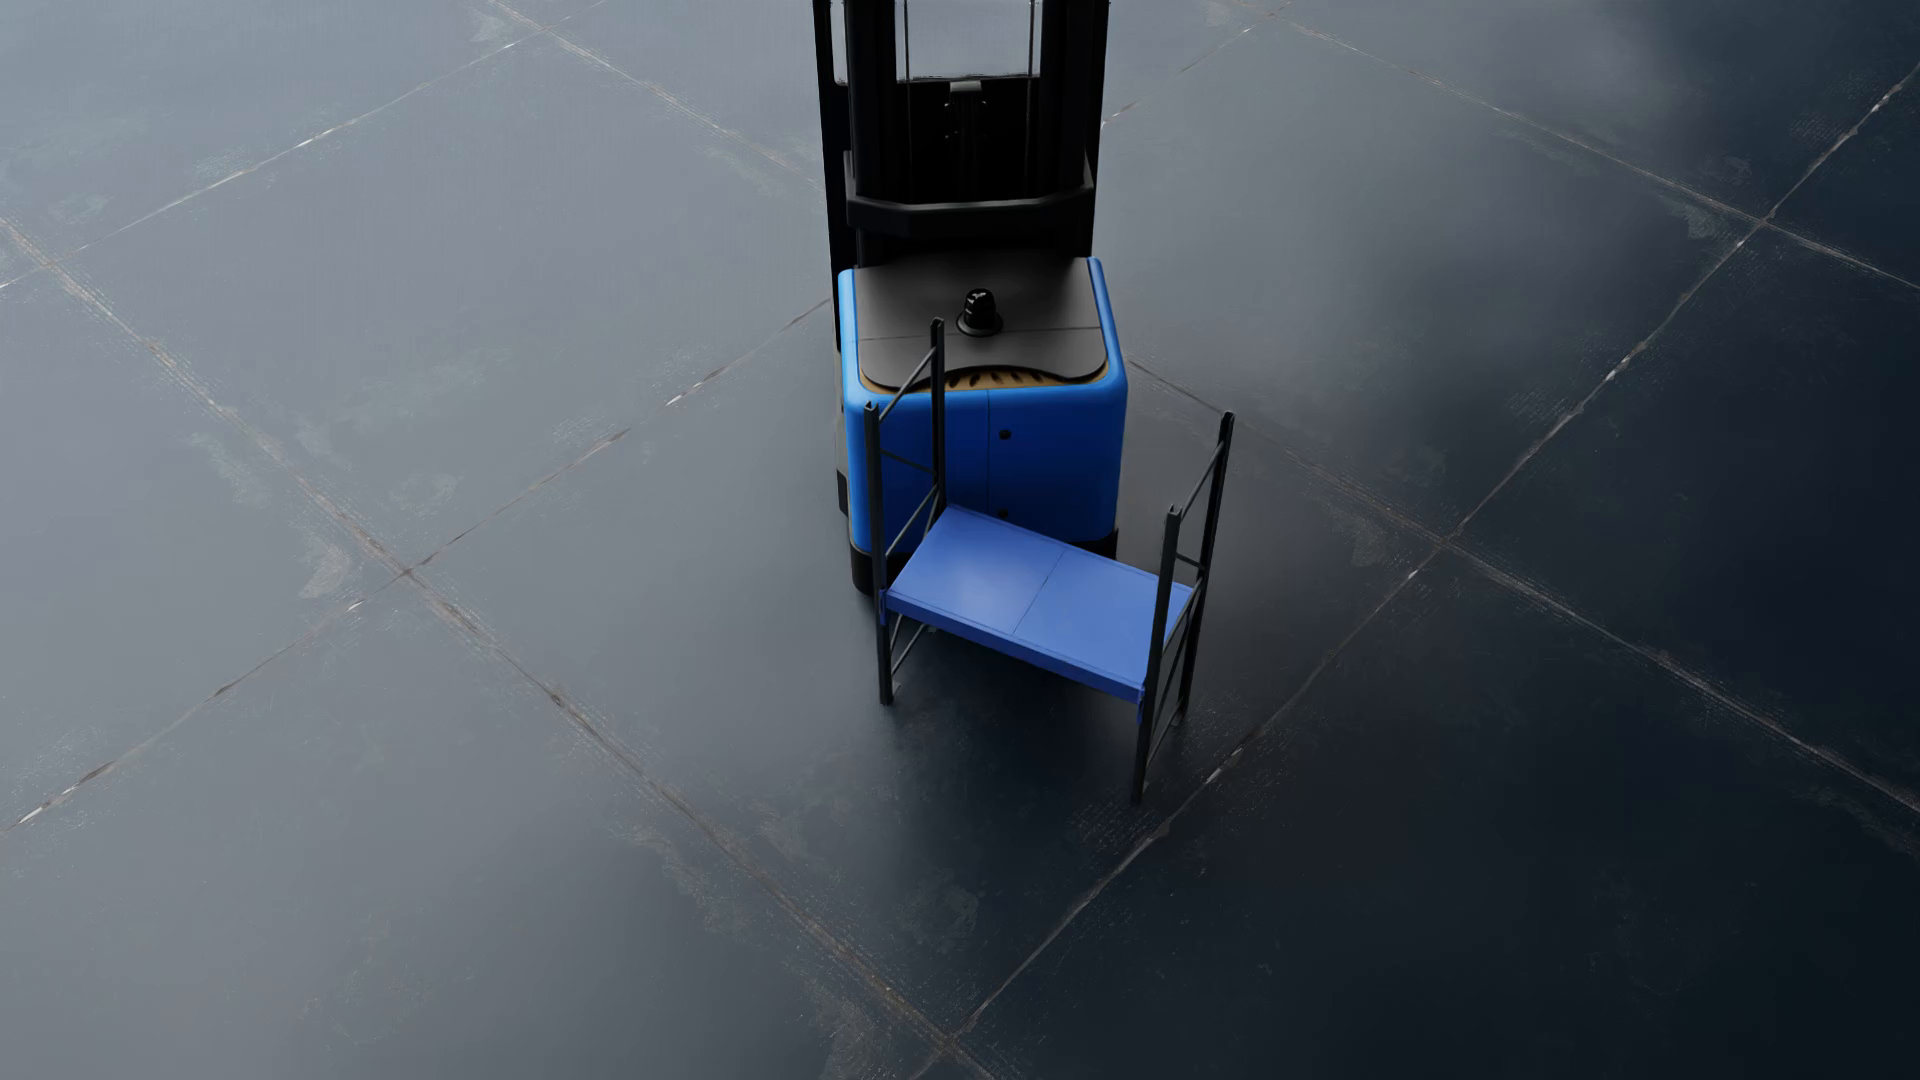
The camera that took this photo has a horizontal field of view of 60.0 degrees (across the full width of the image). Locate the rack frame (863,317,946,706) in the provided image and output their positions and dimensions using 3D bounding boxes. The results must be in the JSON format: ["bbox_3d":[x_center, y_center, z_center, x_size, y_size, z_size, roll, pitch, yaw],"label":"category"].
[{"bbox_3d":[-0.177,-0.056,5.882,0.032,1.500,0.500,20,50,18],"label":"rack frame"}]

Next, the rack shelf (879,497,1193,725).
[{"bbox_3d":[0.278,0.232,5.858,1.000,0.185,0.538,20,50,18],"label":"rack shelf"}]

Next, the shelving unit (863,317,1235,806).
[{"bbox_3d":[0.278,0.109,5.727,1.048,1.500,0.538,20,50,18],"label":"shelving unit"}]

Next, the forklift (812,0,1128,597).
[{"bbox_3d":[-0.017,-1.853,6.588,1.130,2.935,3.031,-3,47,-3],"label":"forklift"}]

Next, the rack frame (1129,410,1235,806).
[{"bbox_3d":[0.733,0.275,5.572,0.032,1.500,0.500,20,50,18],"label":"rack frame"}]
